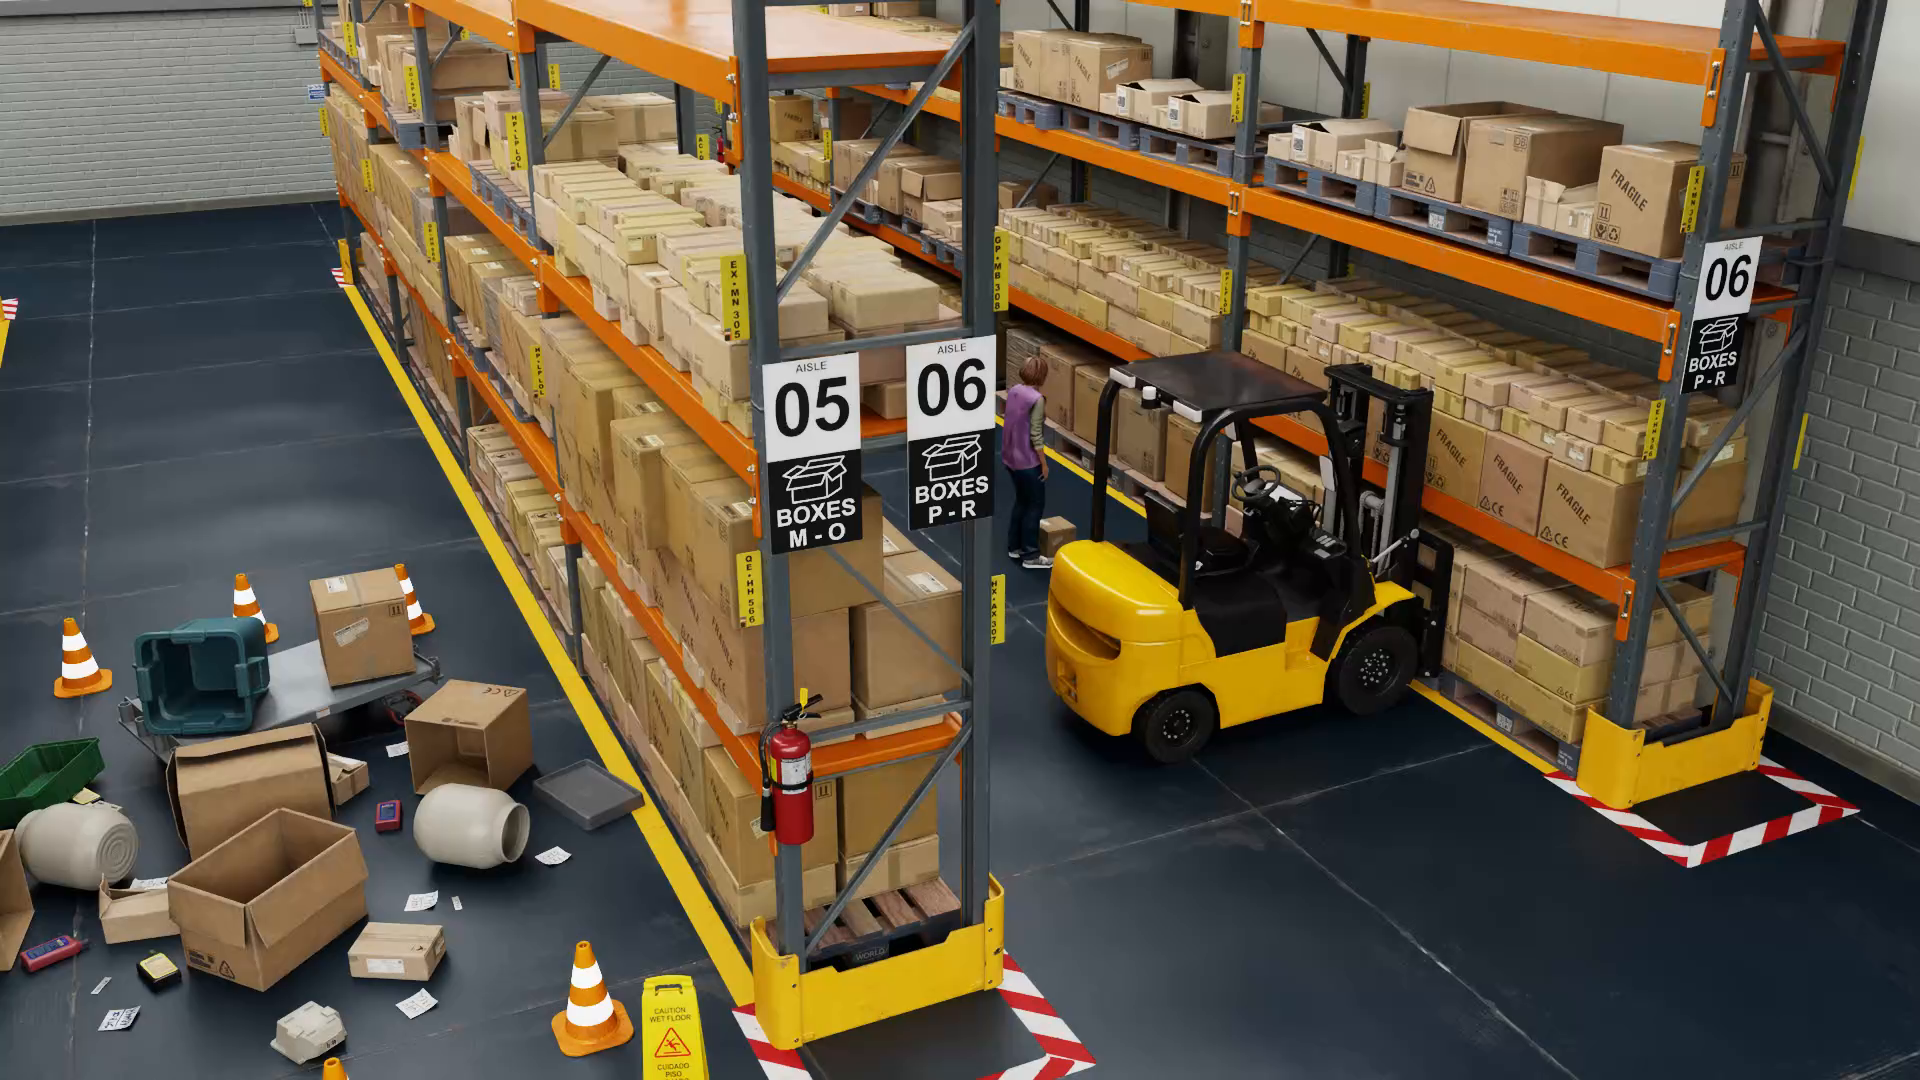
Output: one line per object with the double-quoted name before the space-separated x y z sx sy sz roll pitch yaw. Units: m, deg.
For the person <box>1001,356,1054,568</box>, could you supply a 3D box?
"person" 0.501 -0.585 12.411 0.351 1.592 0.483 -12 25 -27
